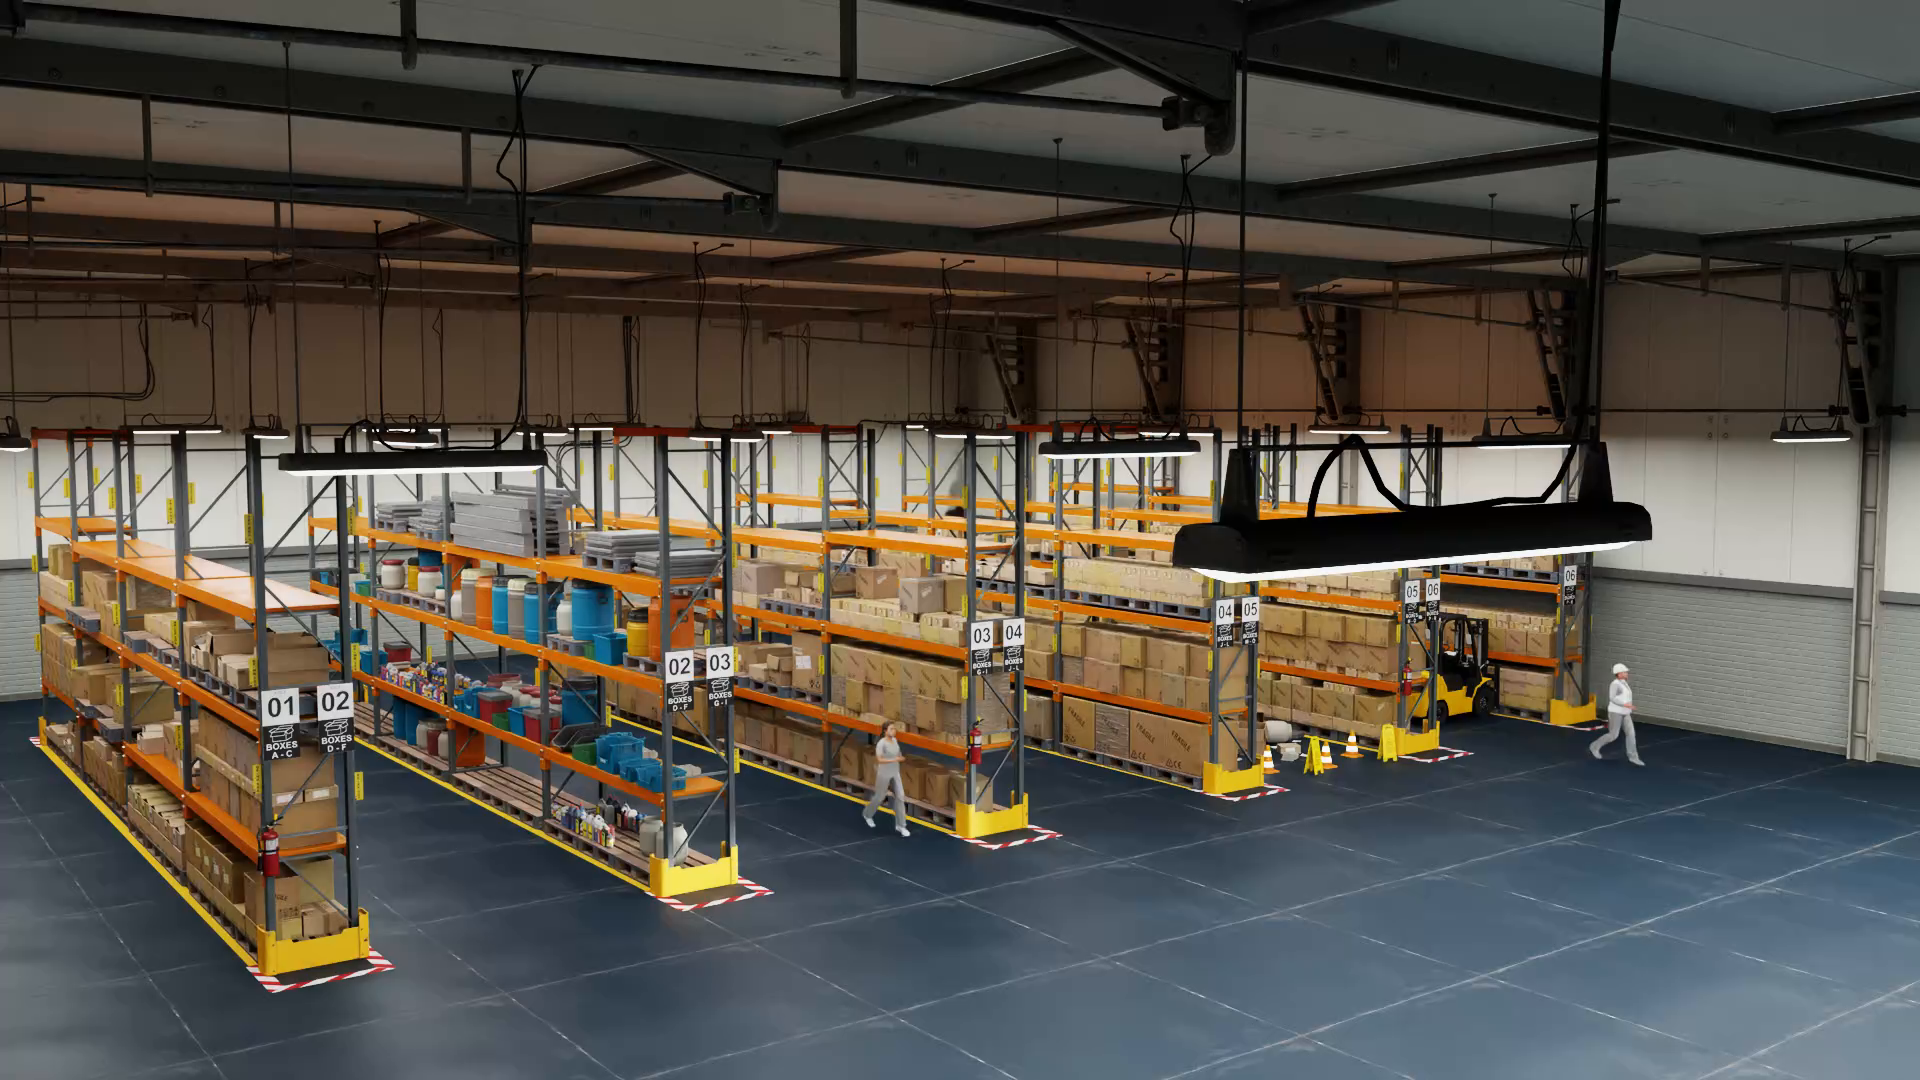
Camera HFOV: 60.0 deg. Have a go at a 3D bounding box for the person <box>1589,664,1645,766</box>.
[{"bbox_3d":[11.819,3.103,29.764,0.976,1.773,0.699,4,6,43],"label":"person"}]

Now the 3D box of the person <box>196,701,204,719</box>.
[{"bbox_3d":[-14.587,2.959,31.919,0.589,1.730,0.674,3,5,34],"label":"person"}]

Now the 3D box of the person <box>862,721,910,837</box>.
[{"bbox_3d":[-1.094,3.520,24.806,0.948,1.678,0.552,4,6,44],"label":"person"}]
